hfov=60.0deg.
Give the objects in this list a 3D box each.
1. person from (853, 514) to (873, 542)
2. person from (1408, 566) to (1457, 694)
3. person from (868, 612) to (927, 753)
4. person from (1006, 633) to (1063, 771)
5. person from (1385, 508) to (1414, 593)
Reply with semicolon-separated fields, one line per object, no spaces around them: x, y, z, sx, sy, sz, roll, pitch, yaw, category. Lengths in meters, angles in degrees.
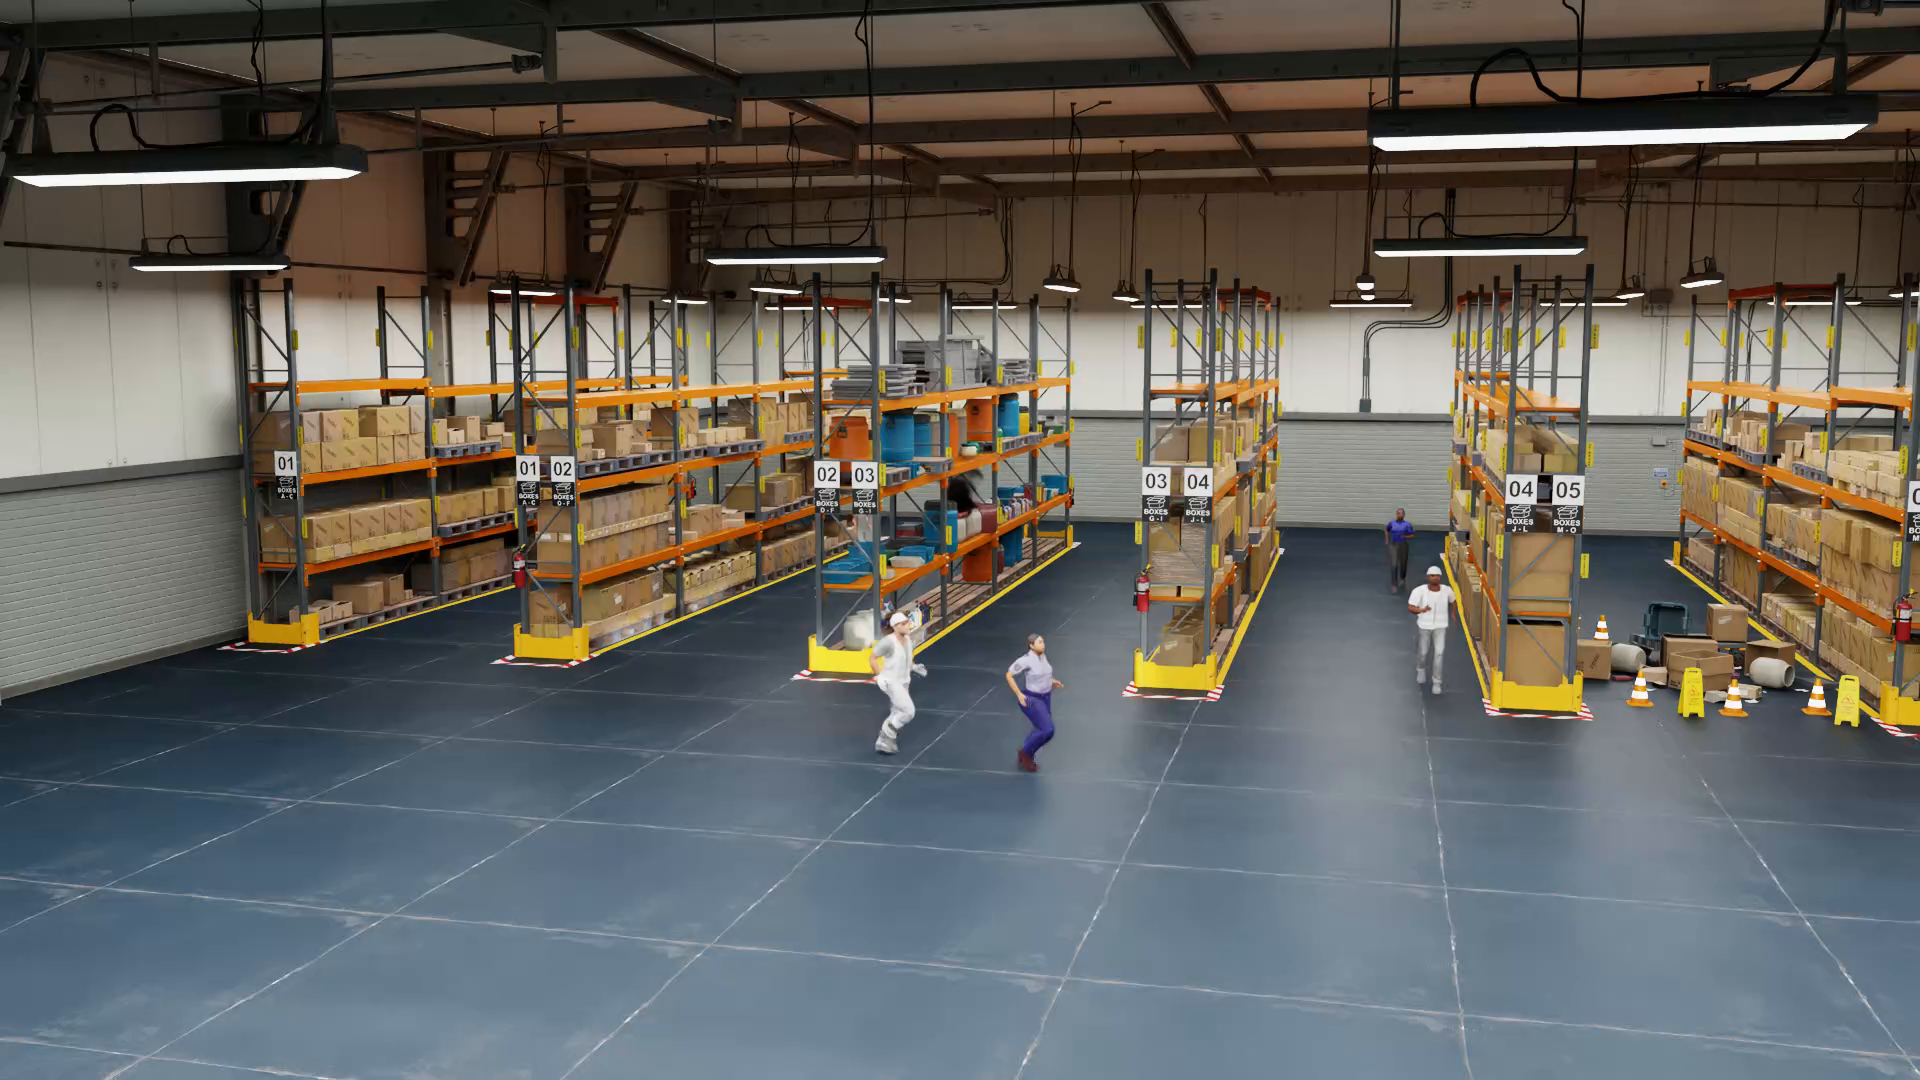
-1.945;-0.150;33.949;0.541;1.621;0.517;1;7;9;person
6.757;1.248;23.783;0.702;1.763;0.956;1;7;10;person
-0.732;1.728;20.074;0.696;1.723;0.582;4;8;32;person
0.910;1.887;19.288;0.622;1.611;0.593;4;8;33;person
8.766;0.185;33.204;0.576;1.647;0.919;2;7;16;person
